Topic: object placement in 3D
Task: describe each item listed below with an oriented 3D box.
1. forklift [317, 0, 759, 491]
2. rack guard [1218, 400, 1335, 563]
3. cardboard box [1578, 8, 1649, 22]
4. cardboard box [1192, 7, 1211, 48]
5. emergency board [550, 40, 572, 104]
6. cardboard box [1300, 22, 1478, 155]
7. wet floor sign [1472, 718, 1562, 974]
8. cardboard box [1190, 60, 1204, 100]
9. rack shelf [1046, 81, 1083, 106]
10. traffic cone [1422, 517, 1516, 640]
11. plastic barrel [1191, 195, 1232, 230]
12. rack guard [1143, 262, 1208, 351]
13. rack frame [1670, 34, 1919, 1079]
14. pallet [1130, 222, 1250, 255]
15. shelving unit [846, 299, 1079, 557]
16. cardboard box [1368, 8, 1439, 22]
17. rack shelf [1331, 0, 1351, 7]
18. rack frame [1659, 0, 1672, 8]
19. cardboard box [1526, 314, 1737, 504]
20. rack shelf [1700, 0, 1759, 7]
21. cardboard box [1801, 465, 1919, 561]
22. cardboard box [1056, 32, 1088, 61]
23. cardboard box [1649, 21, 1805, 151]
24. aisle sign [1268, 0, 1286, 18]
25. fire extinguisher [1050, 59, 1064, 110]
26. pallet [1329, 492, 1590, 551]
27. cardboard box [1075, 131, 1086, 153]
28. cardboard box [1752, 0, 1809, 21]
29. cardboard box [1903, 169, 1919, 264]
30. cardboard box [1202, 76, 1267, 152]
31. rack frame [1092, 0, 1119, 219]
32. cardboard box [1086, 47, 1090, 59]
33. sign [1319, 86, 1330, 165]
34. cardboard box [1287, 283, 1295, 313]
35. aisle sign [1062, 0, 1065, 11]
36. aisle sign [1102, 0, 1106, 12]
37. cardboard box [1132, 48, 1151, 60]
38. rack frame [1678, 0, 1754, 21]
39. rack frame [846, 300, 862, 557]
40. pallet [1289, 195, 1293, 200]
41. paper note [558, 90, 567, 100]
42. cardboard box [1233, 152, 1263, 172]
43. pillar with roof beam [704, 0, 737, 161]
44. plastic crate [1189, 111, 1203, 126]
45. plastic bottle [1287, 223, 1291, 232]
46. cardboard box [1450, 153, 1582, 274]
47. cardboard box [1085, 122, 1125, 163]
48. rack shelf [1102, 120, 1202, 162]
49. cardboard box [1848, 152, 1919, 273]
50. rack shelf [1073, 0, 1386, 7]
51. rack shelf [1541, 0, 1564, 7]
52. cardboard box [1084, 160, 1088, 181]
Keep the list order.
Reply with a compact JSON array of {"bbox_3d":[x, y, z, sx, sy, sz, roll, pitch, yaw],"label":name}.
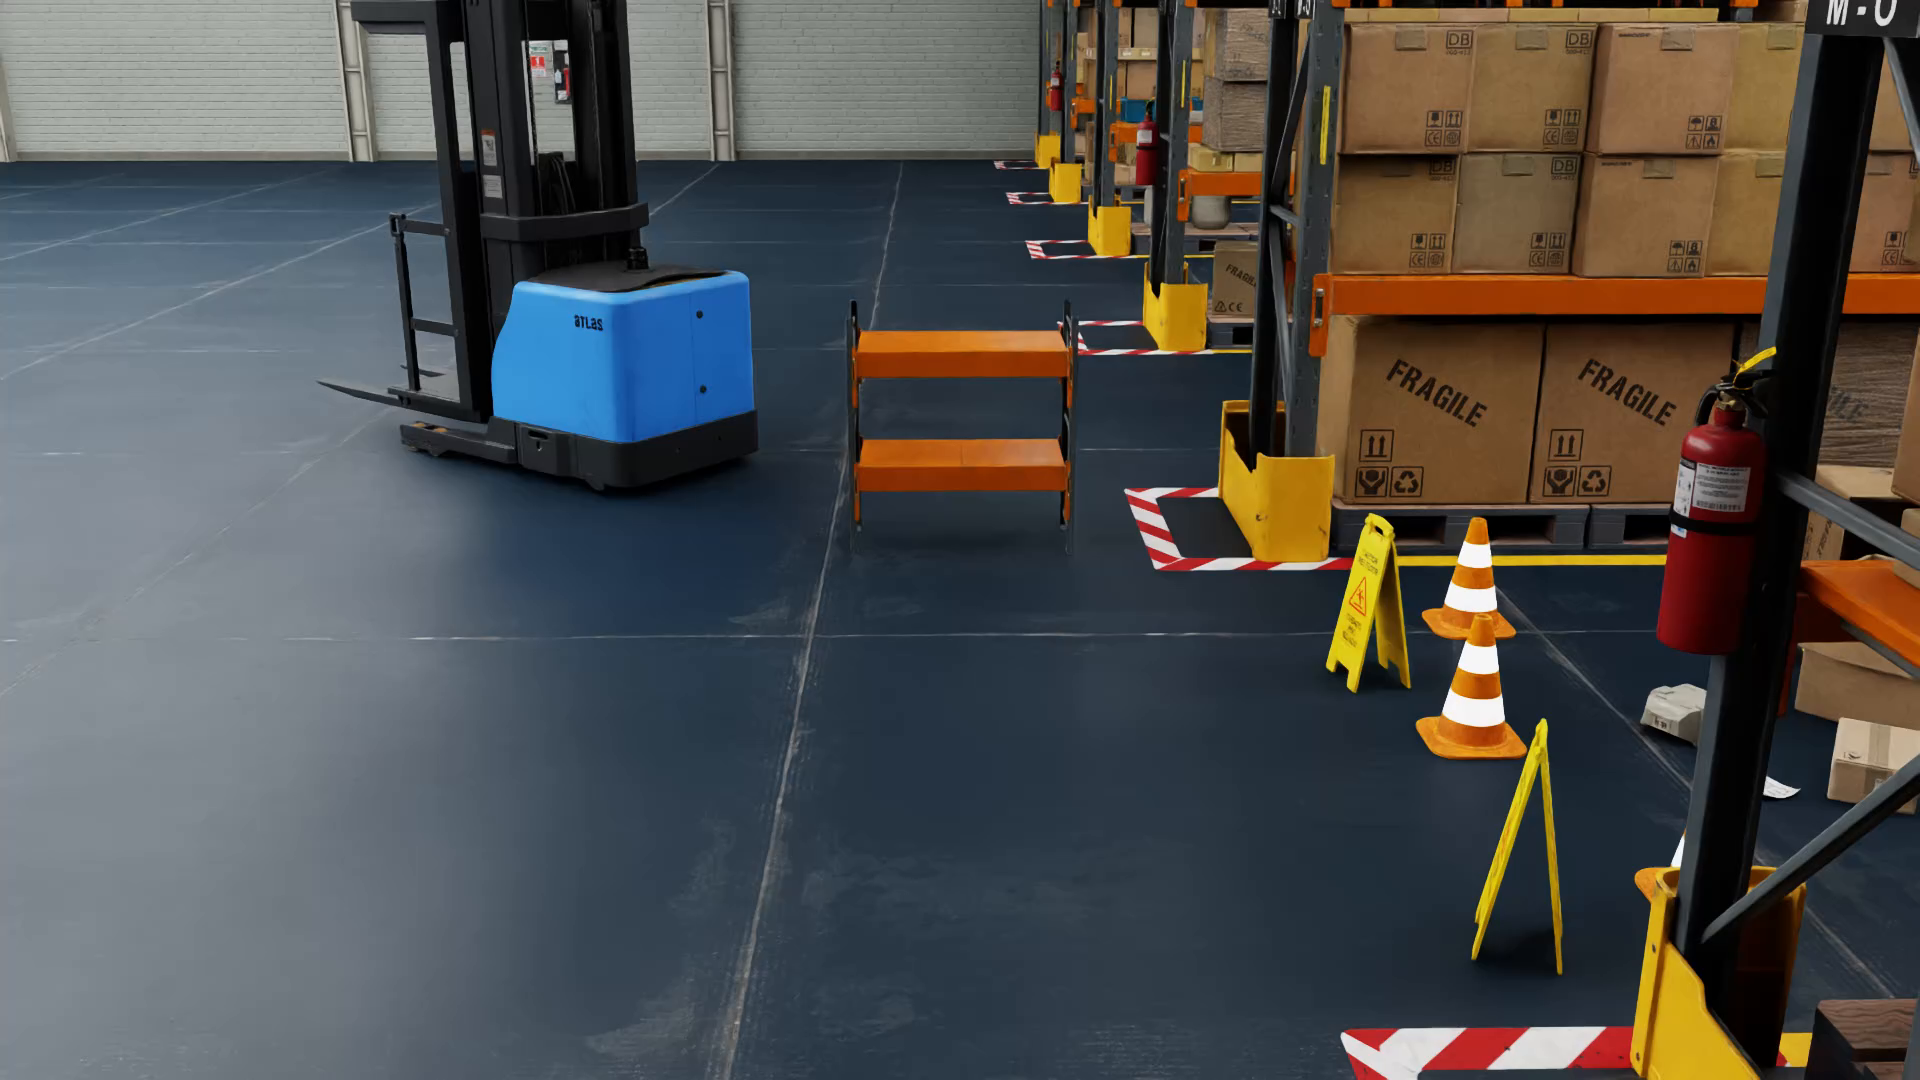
[{"bbox_3d":[-2.625,-1.989,9.451,3.031,2.935,1.130,13,22,35],"label":"forklift"},{"bbox_3d":[1.542,-0.313,8.205,0.348,0.500,1.175,0,18,-1],"label":"rack guard"},{"bbox_3d":[4.643,-3.614,12.116,0.500,0.500,0.500,0,18,-1],"label":"cardboard box"},{"bbox_3d":[2.986,-6.715,21.783,0.500,0.500,0.700,0,18,-1],"label":"cardboard box"},{"bbox_3d":[-6.431,-7.796,27.438,0.643,1.169,0.194,0,18,-1],"label":"emergency board"},{"bbox_3d":[1.937,-2.079,7.604,0.550,0.550,0.875,0,18,-1],"label":"cardboard box"},{"bbox_3d":[1.538,0.803,4.487,0.232,0.644,0.267,6,19,18],"label":"wet floor sign"},{"bbox_3d":[2.924,-6.095,21.973,0.500,0.500,0.700,0,18,0],"label":"cardboard box"},{"bbox_3d":[3.354,-7.224,26.835,4.000,0.370,1.077,0,18,-1],"label":"rack shelf"},{"bbox_3d":[2.119,0.136,6.867,0.334,0.463,0.336,0,18,-1],"label":"traffic cone"},{"bbox_3d":[2.668,-3.576,17.669,0.421,0.512,0.421,0,18,0],"label":"plastic barrel"},{"bbox_3d":[1.665,-1.829,12.930,0.348,0.500,1.175,0,18,-1],"label":"rack guard"},{"bbox_3d":[1.745,0.008,3.112,0.127,3.000,1.000,0,18,-1],"label":"rack frame"},{"bbox_3d":[2.398,-3.221,17.742,1.213,0.211,1.003,0,18,-1],"label":"pallet"},{"bbox_3d":[0.007,-0.536,7.876,1.048,1.125,0.538,0,18,-1],"label":"shelving unit"},{"bbox_3d":[3.143,-3.607,12.092,0.500,0.500,0.500,0,18,-1],"label":"cardboard box"},{"bbox_3d":[3.566,-2.599,7.505,4.000,0.370,1.077,0,18,-1],"label":"rack shelf"},{"bbox_3d":[9.435,-6.083,22.099,0.127,3.000,1.000,0,18,-1],"label":"rack frame"},{"bbox_3d":[3.123,-0.720,8.172,0.875,0.875,0.875,-1,18,-2],"label":"cardboard box"},{"bbox_3d":[7.588,-4.133,12.289,4.000,0.370,1.077,0,18,-1],"label":"rack shelf"},{"bbox_3d":[4.029,-0.013,7.265,0.500,0.500,0.500,3,18,9],"label":"cardboard box"},{"bbox_3d":[1.822,-7.920,26.810,0.500,0.500,0.500,0,18,-1],"label":"cardboard box"},{"bbox_3d":[3.576,-2.113,7.711,0.500,0.550,0.875,0,18,-1],"label":"cardboard box"},{"bbox_3d":[1.490,-2.832,7.711,0.004,0.787,0.394,0,18,-1],"label":"aisle sign"},{"bbox_3d":[1.310,-6.149,22.431,0.183,0.674,0.296,0,18,-1],"label":"fire extinguisher"},{"bbox_3d":[2.364,-0.203,8.336,1.213,0.211,1.003,0,18,-1],"label":"pallet"},{"bbox_3d":[2.047,-6.462,26.963,0.500,0.311,0.500,-2,18,-7],"label":"cardboard box"},{"bbox_3d":[6.385,-3.485,12.330,1.000,1.000,1.000,0,18,0],"label":"cardboard box"},{"bbox_3d":[2.252,-0.727,3.114,0.500,0.500,0.700,-1,18,-2],"label":"cardboard box"},{"bbox_3d":[2.139,-3.202,12.469,0.500,0.500,0.875,0,18,-1],"label":"cardboard box"},{"bbox_3d":[1.510,-4.531,17.263,0.127,3.000,1.000,0,18,-1],"label":"rack frame"},{"bbox_3d":[1.815,-6.461,22.052,0.250,0.149,0.380,-1,18,-2],"label":"cardboard box"},{"bbox_3d":[1.569,-1.784,7.150,0.005,0.325,0.100,0,18,-1],"label":"sign"},{"bbox_3d":[2.810,-2.040,12.900,0.500,0.500,0.500,4,18,14],"label":"cardboard box"},{"bbox_3d":[1.366,-7.372,21.860,0.004,0.787,0.394,0,18,-1],"label":"aisle sign"},{"bbox_3d":[1.443,-5.679,16.586,0.004,0.787,0.394,0,18,-1],"label":"aisle sign"},{"bbox_3d":[2.345,-6.340,21.674,0.250,0.149,0.380,0,18,-1],"label":"cardboard box"},{"bbox_3d":[5.588,-3.038,12.607,0.127,3.000,1.000,0,18,-1],"label":"rack frame"},{"bbox_3d":[-0.502,-0.533,7.868,0.032,1.125,0.500,0,18,-1],"label":"rack frame"},{"bbox_3d":[4.640,-4.745,22.493,1.213,0.211,1.003,0,18,-1],"label":"pallet"},{"bbox_3d":[-6.609,-7.396,27.636,0.142,0.148,0.016,0,18,-1],"label":"paper note"},{"bbox_3d":[2.128,-2.823,12.348,0.250,0.149,0.380,0,18,-1],"label":"cardboard box"},{"bbox_3d":[-3.891,-9.338,22.424,0.400,9.000,9.100,0,18,-1],"label":"pillar with roof beam"},{"bbox_3d":[2.410,-4.312,17.010,0.250,0.136,0.298,0,18,-1],"label":"plastic crate"},{"bbox_3d":[3.432,-3.323,17.355,0.097,0.201,0.097,0,18,0],"label":"plastic bottle"},{"bbox_3d":[2.486,-1.600,7.878,0.550,0.550,0.875,0,18,-1],"label":"cardboard box"},{"bbox_3d":[1.967,-5.386,22.512,0.500,0.500,0.500,0,18,-1],"label":"cardboard box"},{"bbox_3d":[3.510,-4.199,17.403,4.000,0.370,1.077,0,18,-1],"label":"rack shelf"},{"bbox_3d":[4.105,-1.612,7.918,0.550,0.550,0.875,0,18,-1],"label":"cardboard box"},{"bbox_3d":[3.436,-7.140,21.661,4.000,0.370,1.077,0,18,-1],"label":"rack shelf"},{"bbox_3d":[11.353,-8.691,26.497,4.000,0.370,1.077,0,18,-1],"label":"rack shelf"},{"bbox_3d":[1.967,-5.028,22.624,0.500,0.250,0.500,0,18,-1],"label":"cardboard box"}]
